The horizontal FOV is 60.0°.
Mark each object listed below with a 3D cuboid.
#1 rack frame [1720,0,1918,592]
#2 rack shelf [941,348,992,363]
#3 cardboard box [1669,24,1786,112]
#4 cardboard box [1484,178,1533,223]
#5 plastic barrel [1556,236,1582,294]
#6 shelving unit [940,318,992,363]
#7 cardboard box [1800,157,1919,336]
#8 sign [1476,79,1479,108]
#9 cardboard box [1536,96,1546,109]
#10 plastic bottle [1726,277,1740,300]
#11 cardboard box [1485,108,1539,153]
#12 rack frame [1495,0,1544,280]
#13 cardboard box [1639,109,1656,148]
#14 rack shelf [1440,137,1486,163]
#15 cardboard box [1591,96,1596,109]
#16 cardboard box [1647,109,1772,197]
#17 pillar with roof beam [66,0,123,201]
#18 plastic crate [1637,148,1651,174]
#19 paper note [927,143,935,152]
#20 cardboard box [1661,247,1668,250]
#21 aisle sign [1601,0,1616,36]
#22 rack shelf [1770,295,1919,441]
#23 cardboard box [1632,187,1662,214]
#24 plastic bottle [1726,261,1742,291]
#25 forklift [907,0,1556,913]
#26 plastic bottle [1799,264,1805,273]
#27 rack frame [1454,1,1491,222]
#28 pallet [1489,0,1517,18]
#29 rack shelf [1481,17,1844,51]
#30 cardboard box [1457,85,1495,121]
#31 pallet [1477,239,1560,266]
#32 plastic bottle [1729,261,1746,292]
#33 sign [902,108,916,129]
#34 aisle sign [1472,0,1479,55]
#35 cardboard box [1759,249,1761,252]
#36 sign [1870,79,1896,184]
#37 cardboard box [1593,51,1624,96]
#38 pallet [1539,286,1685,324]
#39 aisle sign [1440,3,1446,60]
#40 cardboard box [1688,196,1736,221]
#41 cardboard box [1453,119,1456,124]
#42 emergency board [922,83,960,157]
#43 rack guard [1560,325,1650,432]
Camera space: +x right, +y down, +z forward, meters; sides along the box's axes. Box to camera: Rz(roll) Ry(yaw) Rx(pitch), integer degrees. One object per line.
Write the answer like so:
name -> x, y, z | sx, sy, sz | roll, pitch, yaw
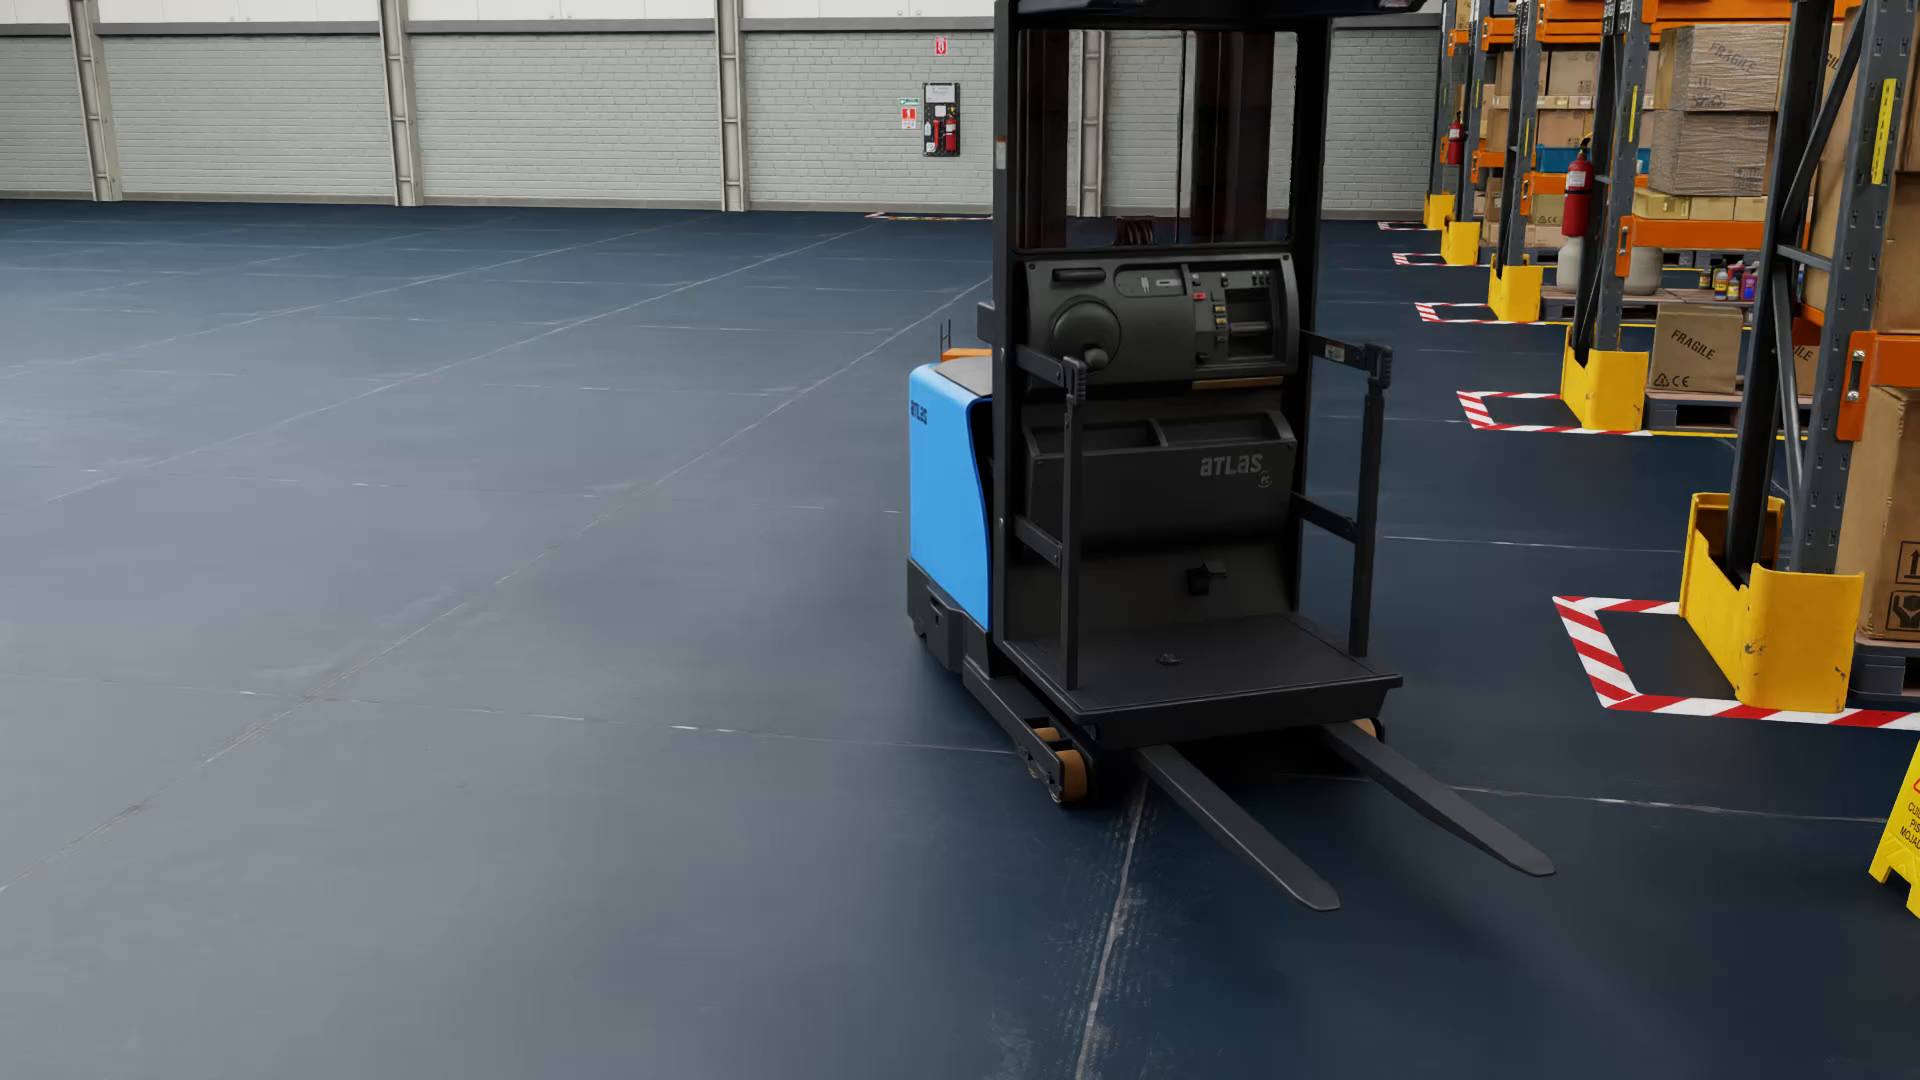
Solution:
rack frame -> 3.070, -0.997, 5.971 | 0.127, 3.000, 1.000 | 3, 16, 11
rack shelf -> 0.052, -0.766, 7.769 | 0.240, 0.259, 0.215 | 3, 16, 11
cardboard box -> 4.642, -2.862, 10.087 | 0.500, 0.500, 0.500 | 3, 16, 11
cardboard box -> 6.720, -4.168, 20.380 | 0.500, 0.500, 0.500 | 3, 16, 11
plastic barrel -> 5.804, -2.573, 15.535 | 0.421, 0.512, 0.421 | 0, 15, 0
shelving unit -> 0.052, -0.503, 7.842 | 0.252, 1.050, 0.215 | 3, 16, 11
cardboard box -> 3.443, -1.061, 5.923 | 0.550, 0.550, 0.875 | 3, 16, 11
sign -> 6.019, -5.191, 19.342 | 0.005, 0.325, 0.100 | 3, 16, 11
cardboard box -> 6.736, -5.150, 19.564 | 0.250, 0.149, 0.380 | 3, 16, 10
plastic bottle -> 6.960, -2.265, 14.966 | 0.097, 0.201, 0.097 | 0, 15, 0
cardboard box -> 6.590, -4.900, 19.876 | 0.500, 0.500, 0.700 | 3, 16, 11
rack frame -> 5.144, -3.585, 15.314 | 0.127, 3.000, 1.000 | 3, 16, 11
cardboard box -> 8.108, -4.819, 19.581 | 0.500, 0.500, 0.700 | 4, 16, 13
rack shelf -> 9.078, -5.723, 24.382 | 4.000, 0.370, 1.077 | 3, 16, 11
cardboard box -> 7.489, -5.109, 19.415 | 0.250, 0.149, 0.380 | 3, 16, 9
cardboard box -> 4.691, -2.444, 10.452 | 0.500, 0.500, 0.875 | 3, 16, 11
pillar with roof beam -> -16.400, -9.407, 25.095 | 0.400, 9.000, 9.100 | 3, 16, 11
plastic crate -> 6.330, -3.529, 15.390 | 0.408, 0.251, 0.499 | 3, 16, 11
paper note -> -0.477, -6.429, 27.232 | 0.142, 0.148, 0.016 | 3, 16, 11
cardboard box -> 8.086, -3.590, 19.699 | 0.500, 0.250, 0.500 | 3, 16, 11
aisle sign -> 4.156, -3.624, 10.584 | 0.004, 0.787, 0.394 | 3, 16, 11
rack shelf -> 5.030, -0.544, 5.683 | 4.000, 0.370, 1.077 | 3, 16, 11
cardboard box -> 4.478, -2.207, 10.810 | 0.250, 0.149, 0.380 | 3, 16, 11
plastic bottle -> 7.273, -2.480, 15.605 | 0.135, 0.276, 0.152 | 3, 16, 12
forklift -> 0.719, -0.725, 5.120 | 1.130, 2.935, 3.031 | -5, 16, -17
plastic bottle -> 7.749, -2.415, 15.370 | 0.135, 0.276, 0.152 | 3, 16, 11
rack frame -> 6.135, -4.880, 19.991 | 0.127, 3.000, 1.000 | 3, 16, 11
pallet -> 6.823, -6.239, 19.442 | 1.213, 0.211, 1.003 | 3, 16, 11
rack shelf -> 8.095, -5.873, 19.302 | 4.000, 0.370, 1.077 | 3, 16, 11
cardboard box -> 7.526, -6.371, 24.211 | 0.500, 0.500, 0.500 | 3, 16, 11
pallet -> 6.893, -3.507, 20.256 | 1.213, 0.211, 1.003 | 3, 16, 11
plastic bottle -> 7.252, -2.456, 15.504 | 0.133, 0.283, 0.061 | 3, 16, 11
sign -> -0.838, -6.899, 27.214 | 0.234, 0.329, 0.001 | 3, 16, 11
aisle sign -> 6.010, -6.056, 19.367 | 0.004, 0.787, 0.394 | 3, 16, 11
cardboard box -> 9.557, -3.512, 19.416 | 0.500, 0.250, 0.500 | 3, 16, 11
sign -> 2.953, -1.307, 5.322 | 0.005, 0.325, 0.100 | 3, 16, 11
cardboard box -> 7.652, -5.469, 19.500 | 0.500, 0.500, 0.700 | 3, 16, 11
pallet -> 6.023, -2.204, 15.555 | 1.213, 0.211, 1.003 | 3, 16, 11
aisle sign -> 6.988, -7.354, 24.053 | 0.004, 0.787, 0.394 | 3, 16, 11
cardboard box -> 4.630, -2.072, 10.324 | 0.250, 0.149, 0.380 | 3, 16, 11
cardboard box -> 7.615, -6.139, 24.780 | 0.500, 0.250, 0.500 | 3, 16, 12
emergency board -> -0.317, -6.826, 27.015 | 0.643, 1.169, 0.194 | 3, 16, 11
rack guard -> 4.232, -1.080, 10.955 | 0.348, 0.500, 1.175 | 3, 16, 11
